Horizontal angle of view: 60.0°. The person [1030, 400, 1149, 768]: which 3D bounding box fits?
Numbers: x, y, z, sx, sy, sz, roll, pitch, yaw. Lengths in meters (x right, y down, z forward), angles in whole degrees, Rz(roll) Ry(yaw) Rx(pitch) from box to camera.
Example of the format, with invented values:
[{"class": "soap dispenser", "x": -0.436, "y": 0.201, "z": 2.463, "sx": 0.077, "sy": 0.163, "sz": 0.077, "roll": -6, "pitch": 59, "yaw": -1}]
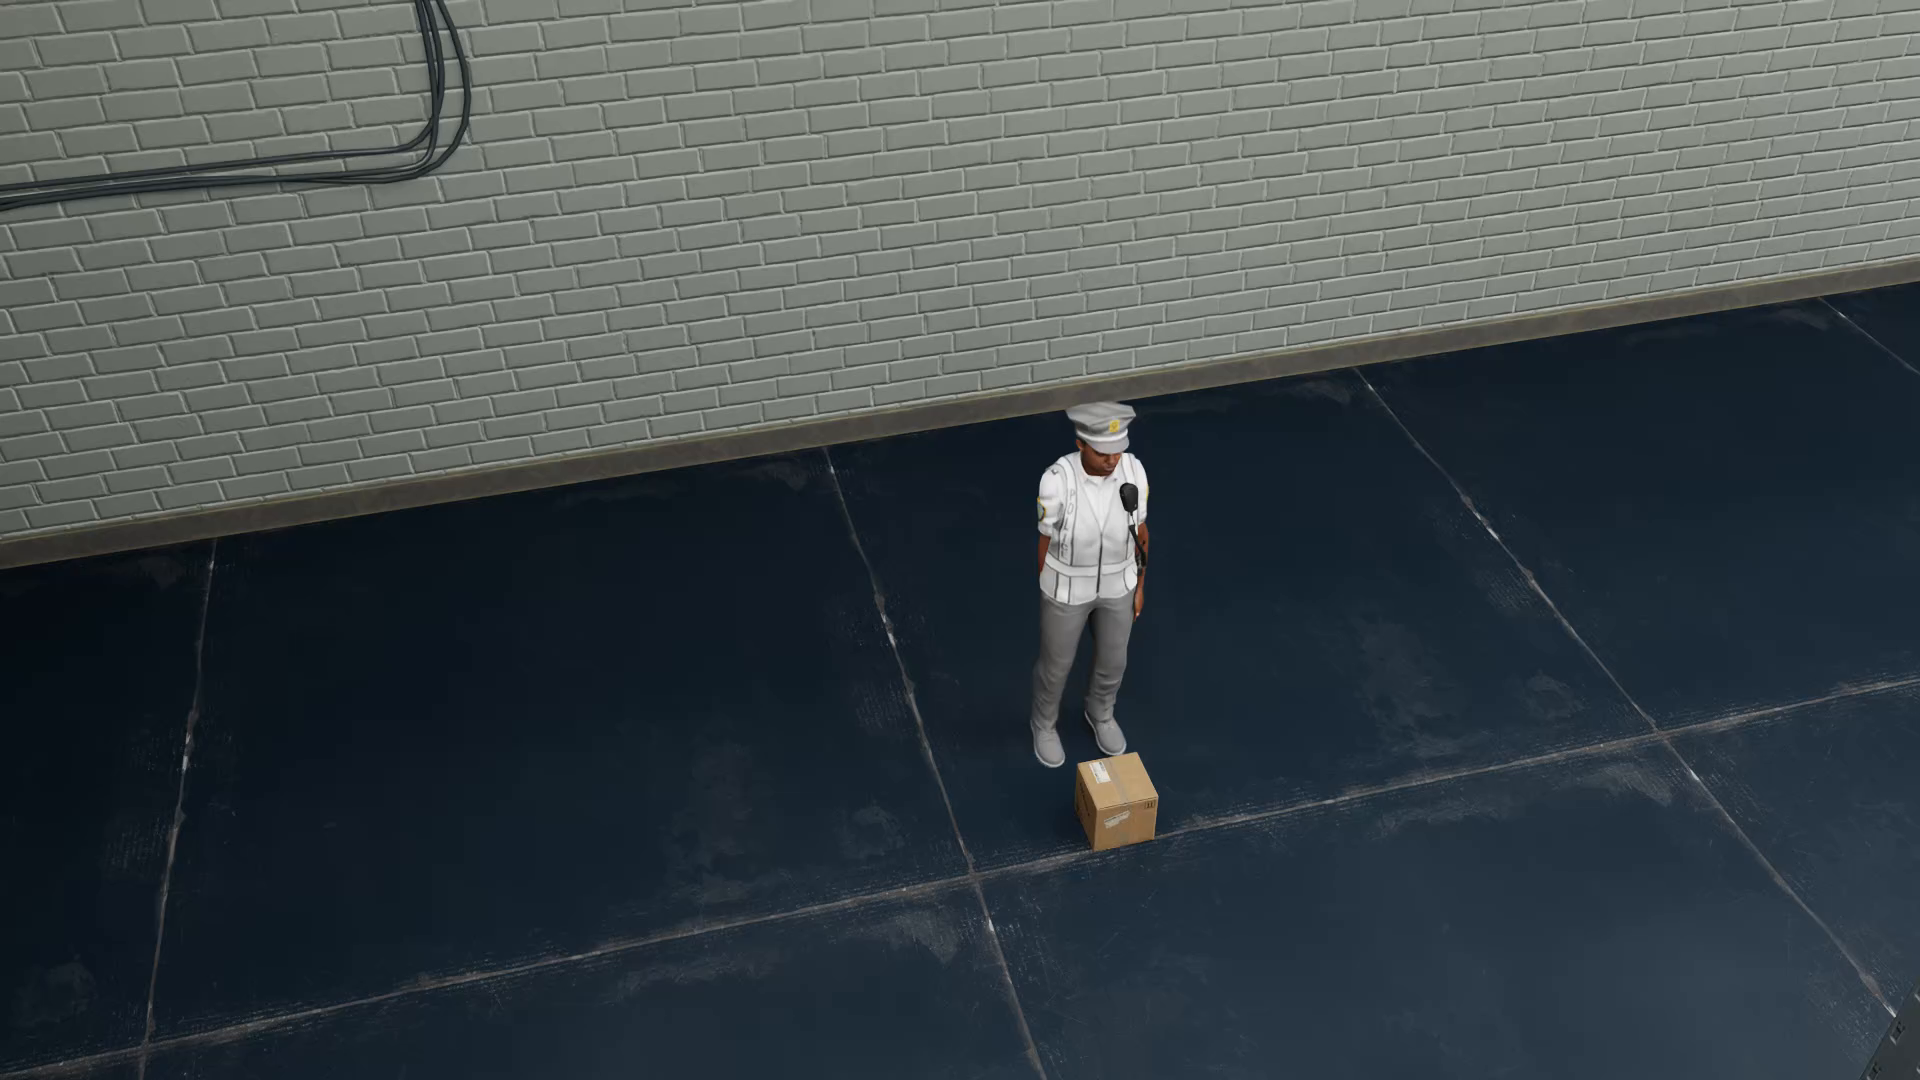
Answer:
[{"class": "person", "x": 0.515, "y": 0.187, "z": 6.477, "sx": 0.439, "sy": 1.682, "sz": 0.341, "roll": -9, "pitch": 39, "yaw": -11}]
